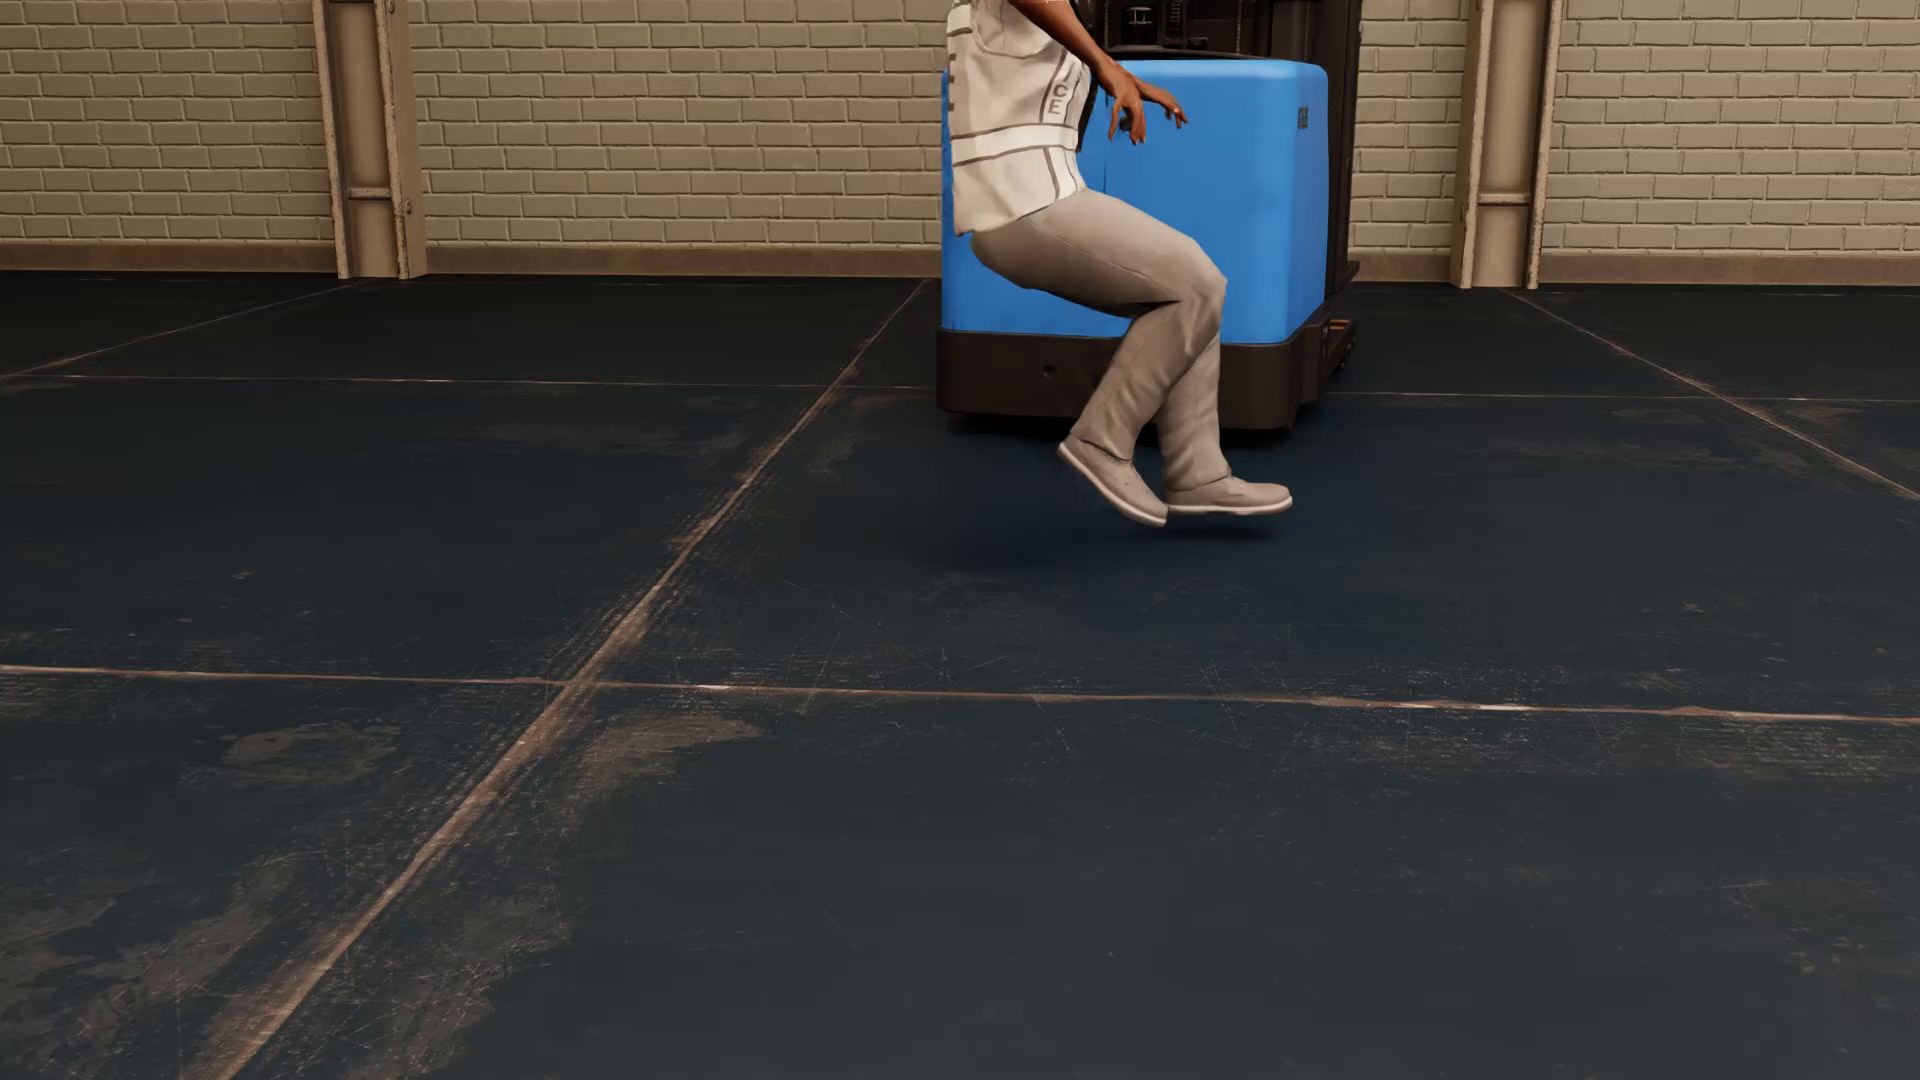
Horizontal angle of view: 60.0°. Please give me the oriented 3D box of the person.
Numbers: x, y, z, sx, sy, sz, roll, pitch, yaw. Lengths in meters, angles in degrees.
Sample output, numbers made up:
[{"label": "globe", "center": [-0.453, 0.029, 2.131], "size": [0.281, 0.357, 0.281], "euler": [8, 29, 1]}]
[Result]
[{"label": "person", "center": [0.368, -0.758, 3.588], "size": [0.783, 1.490, 1.073], "euler": [1, 15, 5]}]

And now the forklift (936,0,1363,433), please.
[{"label": "forklift", "center": [0.874, -2.067, 5.830], "size": [1.130, 2.935, 3.031], "euler": [5, 16, 18]}]
